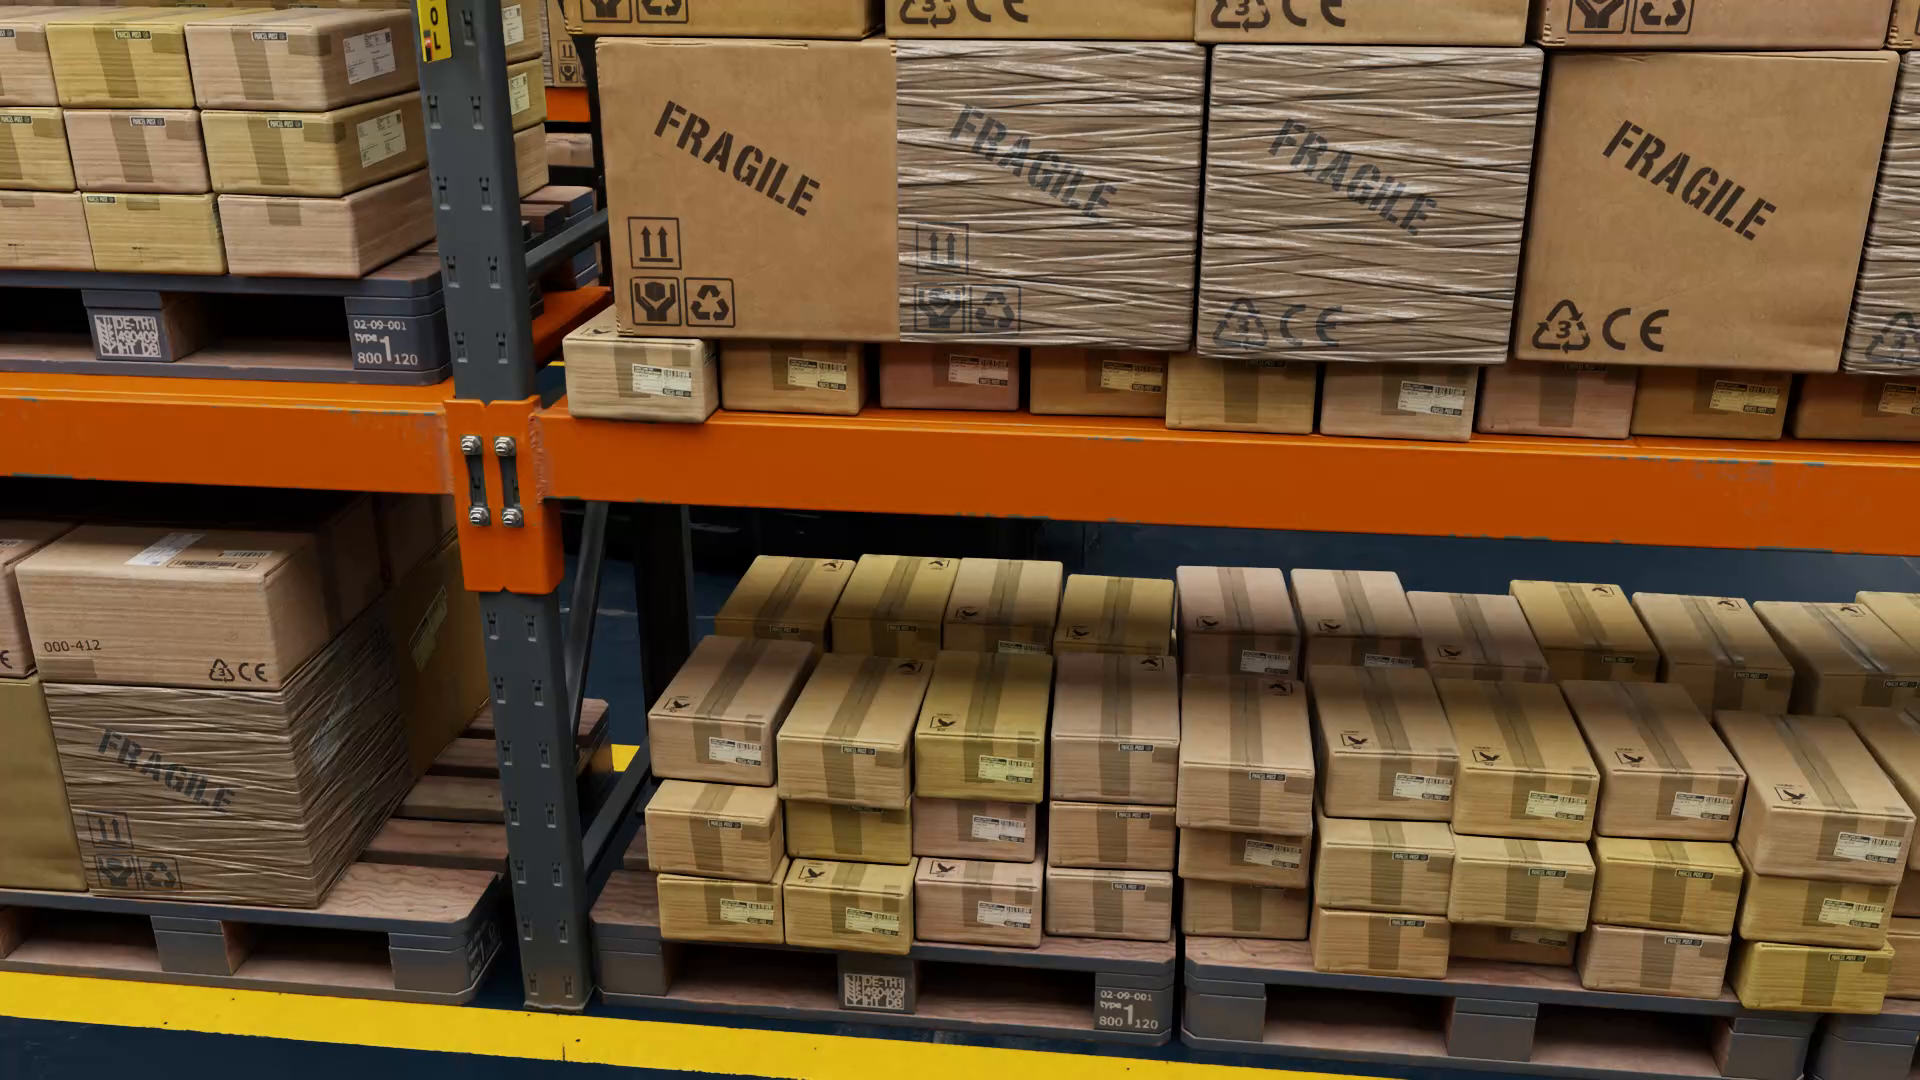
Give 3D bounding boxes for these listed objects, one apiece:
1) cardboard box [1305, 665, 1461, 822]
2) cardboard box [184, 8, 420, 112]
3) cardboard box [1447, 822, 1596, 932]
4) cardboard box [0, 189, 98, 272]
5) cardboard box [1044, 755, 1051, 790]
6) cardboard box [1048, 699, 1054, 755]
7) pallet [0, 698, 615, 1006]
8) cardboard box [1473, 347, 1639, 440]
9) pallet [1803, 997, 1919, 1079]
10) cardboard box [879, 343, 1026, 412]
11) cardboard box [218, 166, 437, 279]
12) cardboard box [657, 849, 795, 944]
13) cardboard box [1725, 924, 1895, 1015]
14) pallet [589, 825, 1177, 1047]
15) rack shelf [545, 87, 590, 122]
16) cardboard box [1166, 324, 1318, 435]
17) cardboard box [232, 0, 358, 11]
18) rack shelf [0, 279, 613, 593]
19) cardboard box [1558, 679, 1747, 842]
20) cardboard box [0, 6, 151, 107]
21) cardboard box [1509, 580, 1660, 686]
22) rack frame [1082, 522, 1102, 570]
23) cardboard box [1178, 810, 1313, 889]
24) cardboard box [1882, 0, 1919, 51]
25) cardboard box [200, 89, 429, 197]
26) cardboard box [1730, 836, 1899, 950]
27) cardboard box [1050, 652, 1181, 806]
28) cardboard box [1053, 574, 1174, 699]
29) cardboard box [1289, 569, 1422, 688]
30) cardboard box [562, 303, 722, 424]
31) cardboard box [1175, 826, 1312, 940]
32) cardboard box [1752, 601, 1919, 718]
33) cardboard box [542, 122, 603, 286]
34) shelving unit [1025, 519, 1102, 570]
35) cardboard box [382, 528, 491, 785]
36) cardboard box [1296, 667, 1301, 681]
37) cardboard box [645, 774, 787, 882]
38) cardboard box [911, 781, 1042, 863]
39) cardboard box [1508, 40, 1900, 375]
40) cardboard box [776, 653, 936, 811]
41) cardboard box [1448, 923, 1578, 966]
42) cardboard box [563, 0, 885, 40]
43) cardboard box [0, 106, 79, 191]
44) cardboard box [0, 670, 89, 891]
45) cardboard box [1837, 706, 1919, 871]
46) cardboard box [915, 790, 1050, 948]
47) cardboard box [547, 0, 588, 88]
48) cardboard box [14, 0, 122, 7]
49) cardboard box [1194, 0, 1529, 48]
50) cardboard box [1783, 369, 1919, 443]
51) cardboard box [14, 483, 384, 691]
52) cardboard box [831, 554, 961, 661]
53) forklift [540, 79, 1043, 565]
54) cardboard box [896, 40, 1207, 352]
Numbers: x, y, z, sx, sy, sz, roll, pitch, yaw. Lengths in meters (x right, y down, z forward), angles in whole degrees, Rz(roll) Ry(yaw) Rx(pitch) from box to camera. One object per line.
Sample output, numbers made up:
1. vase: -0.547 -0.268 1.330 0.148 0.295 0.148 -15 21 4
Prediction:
1. cardboard box: 0.841 0.401 3.342 0.250 0.149 0.380 2 22 4
2. cardboard box: -1.207 -0.896 3.088 0.250 0.149 0.380 3 22 9
3. cardboard box: 1.068 0.592 3.264 0.250 0.149 0.380 3 22 7
4. cardboard box: -1.708 -0.641 3.252 0.250 0.149 0.380 2 22 6
5. cardboard box: 0.162 0.458 4.009 0.250 0.149 0.380 2 22 5
6. cardboard box: 0.341 0.354 3.867 0.250 0.149 0.380 3 22 7
7. pallet: -1.559 0.669 3.962 1.213 0.211 1.003 2 22 6
8. cardboard box: 1.043 -0.313 2.993 0.250 0.149 0.380 3 22 8
9. pallet: 2.309 0.823 3.570 1.213 0.211 1.003 2 22 6
10. cardboard box: -0.006 -0.370 3.138 0.250 0.149 0.380 2 22 4
11. cardboard box: -1.203 -0.618 3.195 0.250 0.149 0.380 2 22 5
12. cardboard box: -0.462 0.668 3.476 0.250 0.149 0.380 2 22 4
13. cardboard box: 1.613 0.751 3.267 0.250 0.149 0.380 2 22 4
14. pallet: -0.114 0.718 3.837 1.213 0.211 1.003 2 22 6
15. rack shelf: -2.087 -2.154 8.286 4.000 0.370 1.077 2 22 6
16. cardboard box: 0.506 -0.321 3.015 0.250 0.149 0.380 3 22 7
17. cardboard box: -1.400 -1.145 3.718 0.250 0.149 0.380 3 22 8
18. rack shelf: -2.772 -0.347 3.716 4.000 0.370 1.077 2 22 6
19. cardboard box: 1.345 0.427 3.277 0.250 0.149 0.380 2 22 4
20. cardboard box: -1.730 -0.920 3.147 0.250 0.149 0.380 2 22 5
21. cardboard box: 1.397 0.235 3.762 0.250 0.149 0.380 3 22 7
22. rack frame: 0.459 -0.359 5.623 0.006 0.900 0.240 7 23 17
23. cardboard box: 0.583 0.538 3.400 0.250 0.149 0.380 4 22 9
24. cardboard box: 1.682 -1.042 2.595 0.500 0.500 0.500 4 22 9
25. cardboard box: -1.204 -0.757 3.141 0.250 0.149 0.380 3 22 8
26. cardboard box: 1.597 0.612 3.214 0.250 0.149 0.380 3 22 7
27. cardboard box: 0.317 0.379 3.399 0.250 0.149 0.380 2 22 5
28. cardboard box: 0.353 0.224 3.792 0.250 0.149 0.380 3 22 8
29. cardboard box: 0.902 0.209 3.829 0.250 0.149 0.380 2 22 4
30. cardboard box: -0.543 -0.347 3.078 0.250 0.149 0.380 3 22 8
31. cardboard box: 0.585 0.663 3.488 0.250 0.149 0.380 2 22 4
32. cardboard box: 1.927 0.279 3.652 0.250 0.149 0.380 1 22 4
33. cardboard box: -1.627 -1.668 8.397 0.875 0.875 1.225 2 22 4
34. shelving unit: 0.362 -0.371 5.653 0.210 0.900 0.258 7 23 17
35. cardboard box: -1.488 0.243 4.073 0.500 0.500 0.500 3 22 8
36. cardboard box: 0.860 0.376 3.810 0.250 0.149 0.380 1 22 4
37. cardboard box: -0.463 0.530 3.422 0.250 0.149 0.380 3 22 9
38. cardboard box: 0.045 0.505 3.484 0.250 0.149 0.380 2 22 6
39. cardboard box: 1.201 -0.600 2.838 0.500 0.500 0.500 4 22 9
40. cardboard box: -0.201 0.383 3.389 0.250 0.149 0.380 4 22 9
41. cardboard box: 1.101 0.693 3.413 0.250 0.149 0.380 3 22 8
42. cardboard box: -0.366 -1.136 2.834 0.500 0.500 0.500 3 22 8
43. cardboard box: -1.712 -0.780 3.198 0.250 0.149 0.380 3 22 9
44. cardboard box: -2.059 0.410 3.652 0.500 0.500 0.500 2 22 5
45. cardboard box: 1.867 0.470 3.167 0.250 0.149 0.380 2 22 4
46. cardboard box: 0.056 0.672 3.467 0.250 0.149 0.380 2 22 6
47. cardboard box: -1.608 -2.413 7.827 0.500 0.500 0.500 2 22 6
48. cardboard box: -1.902 -1.169 3.778 0.250 0.149 0.380 2 22 6
49. cardboard box: 0.647 -1.086 2.708 0.500 0.500 0.500 3 22 7
50. cardboard box: 1.561 -0.304 2.971 0.250 0.149 0.380 2 22 4
51. cardboard box: -1.555 0.083 3.458 0.500 0.250 0.500 2 22 5
52. cardboard box: -0.143 0.176 3.913 0.250 0.149 0.380 3 22 7
53. forklift: -1.176 -1.505 5.760 3.031 2.935 1.130 7 23 17
54. cardboard box: 0.169 -0.648 2.958 0.500 0.500 0.500 2 22 6
